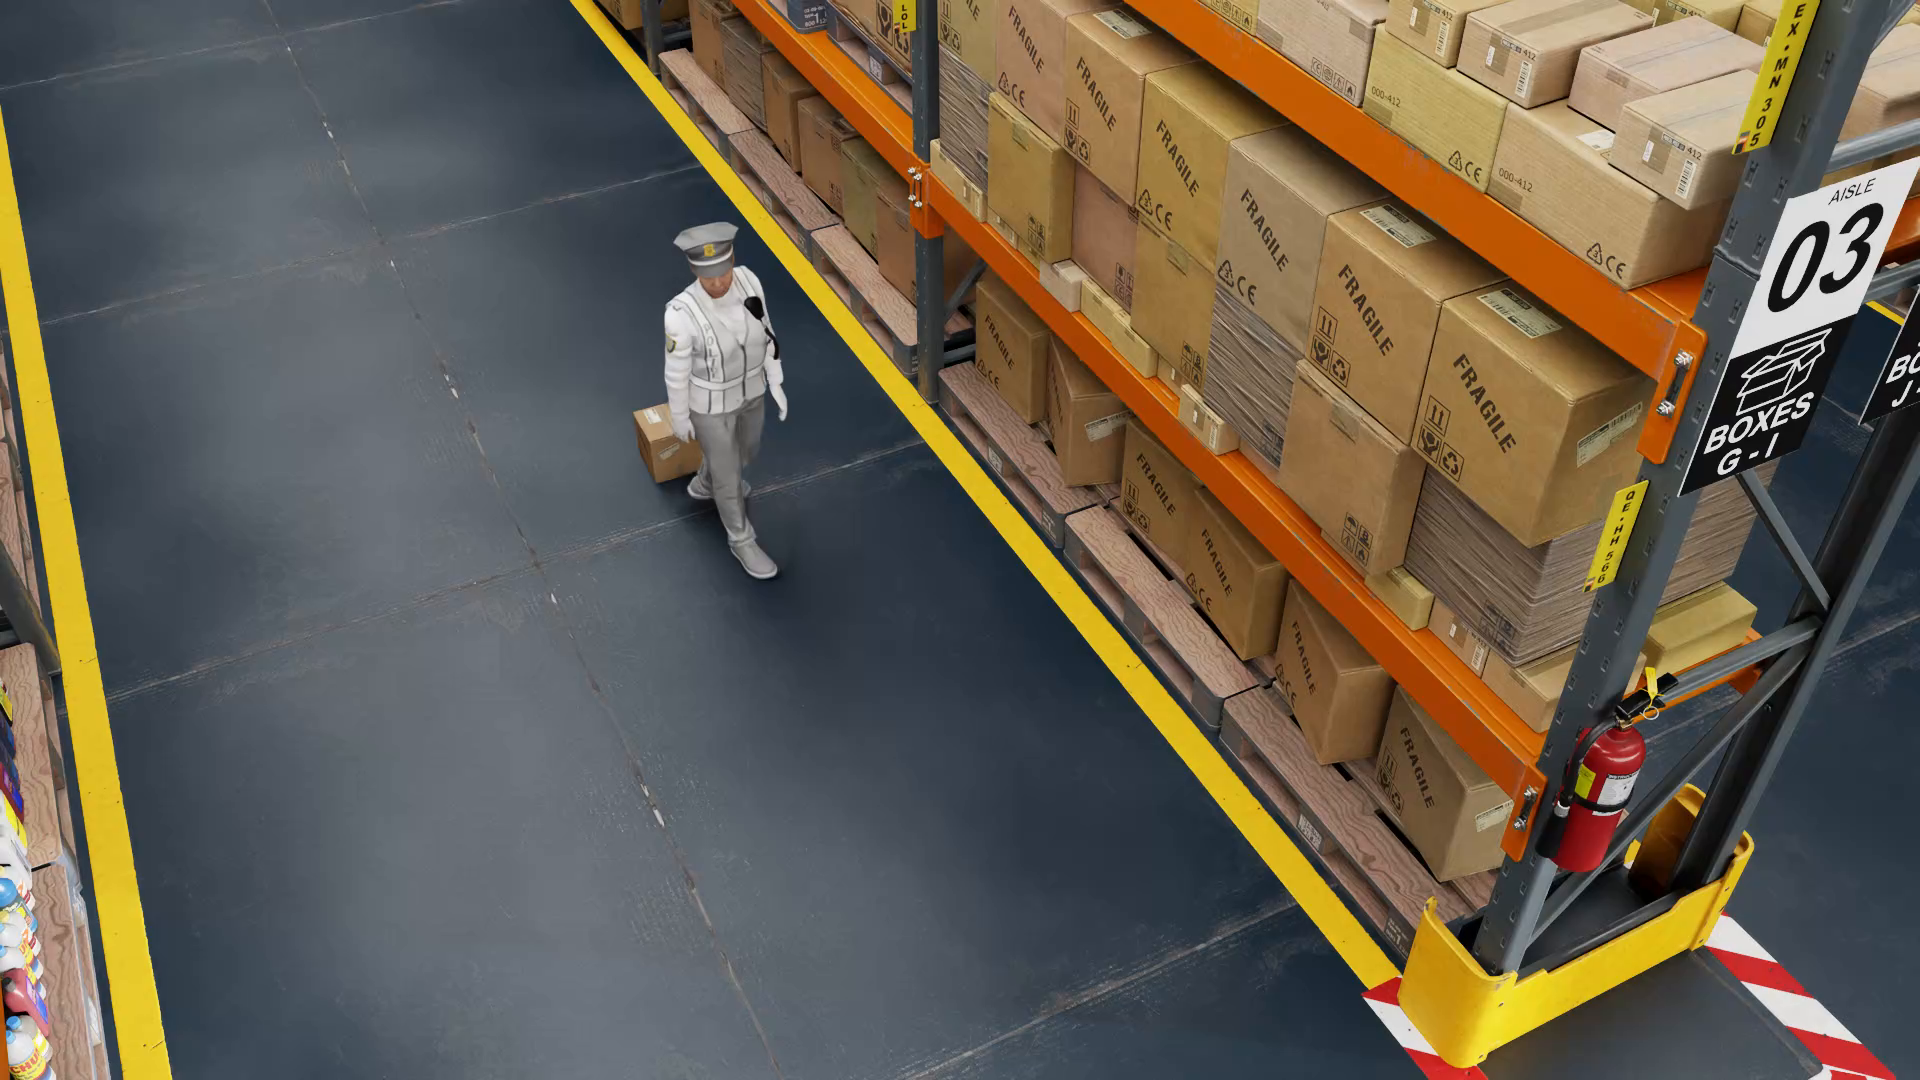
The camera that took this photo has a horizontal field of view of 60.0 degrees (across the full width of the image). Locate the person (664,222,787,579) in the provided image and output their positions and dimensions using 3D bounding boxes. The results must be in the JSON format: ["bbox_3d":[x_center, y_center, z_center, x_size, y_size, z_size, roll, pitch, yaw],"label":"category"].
[{"bbox_3d":[-1.010,-0.620,6.846,0.635,1.666,0.502,31,50,31],"label":"person"}]
